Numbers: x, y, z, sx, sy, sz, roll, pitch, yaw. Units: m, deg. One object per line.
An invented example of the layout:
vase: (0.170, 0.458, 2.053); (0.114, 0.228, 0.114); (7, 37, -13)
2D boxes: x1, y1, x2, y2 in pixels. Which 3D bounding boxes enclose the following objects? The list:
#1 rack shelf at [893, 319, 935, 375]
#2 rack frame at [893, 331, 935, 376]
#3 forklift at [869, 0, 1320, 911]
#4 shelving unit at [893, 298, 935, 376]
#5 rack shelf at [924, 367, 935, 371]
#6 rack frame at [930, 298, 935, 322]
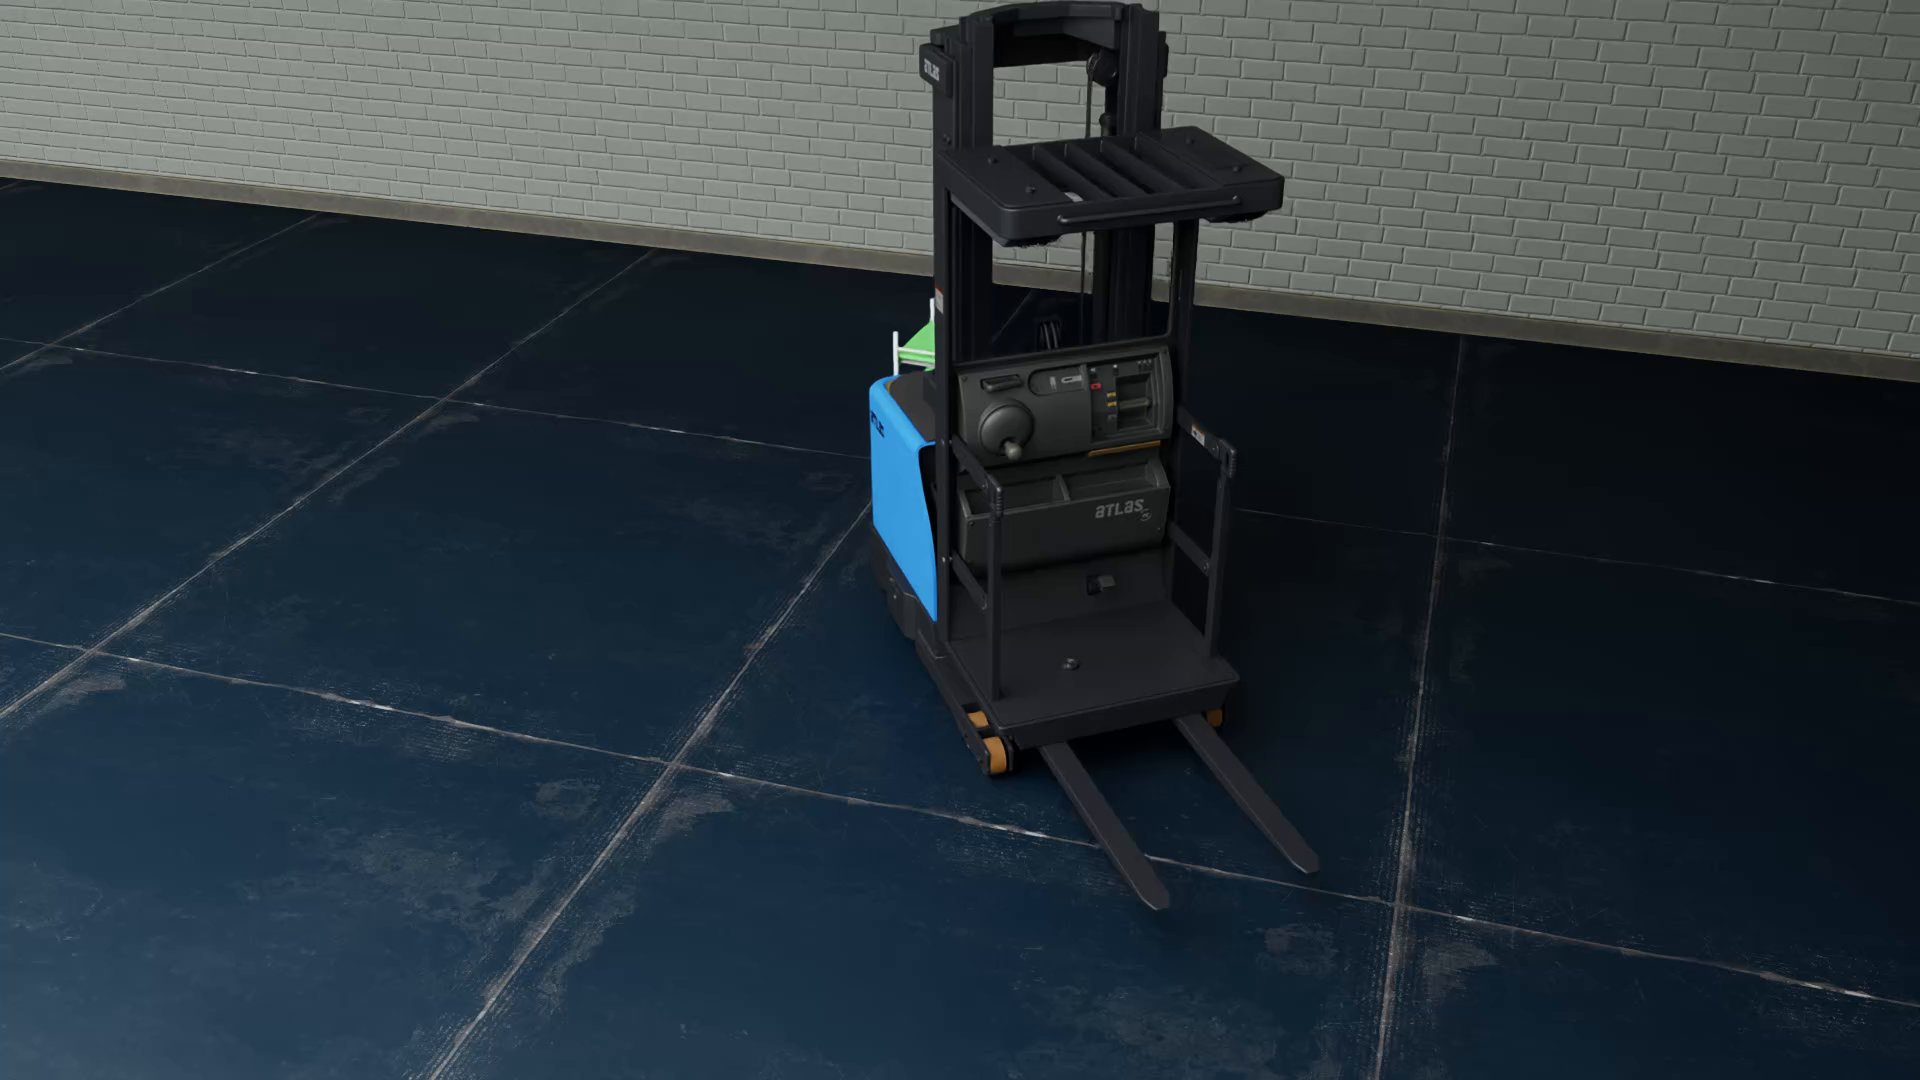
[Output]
rack shelf: (-0.124, -0.944, 8.357); (0.258, 0.148, 0.480); (11, 31, 18)
rack frame: (-0.211, -0.470, 8.360); (0.240, 1.200, 0.015); (11, 31, 18)
forklift: (0.515, -0.516, 6.662); (1.130, 2.935, 3.031); (-10, 30, -17)
shelving unit: (-0.124, -0.581, 8.559); (0.258, 1.200, 0.503); (11, 31, 18)
rack shelf: (-0.124, -0.735, 8.474); (0.258, 0.148, 0.480); (11, 31, 18)
rack frame: (-0.037, -0.691, 8.759); (0.240, 1.200, 0.015); (11, 31, 18)
